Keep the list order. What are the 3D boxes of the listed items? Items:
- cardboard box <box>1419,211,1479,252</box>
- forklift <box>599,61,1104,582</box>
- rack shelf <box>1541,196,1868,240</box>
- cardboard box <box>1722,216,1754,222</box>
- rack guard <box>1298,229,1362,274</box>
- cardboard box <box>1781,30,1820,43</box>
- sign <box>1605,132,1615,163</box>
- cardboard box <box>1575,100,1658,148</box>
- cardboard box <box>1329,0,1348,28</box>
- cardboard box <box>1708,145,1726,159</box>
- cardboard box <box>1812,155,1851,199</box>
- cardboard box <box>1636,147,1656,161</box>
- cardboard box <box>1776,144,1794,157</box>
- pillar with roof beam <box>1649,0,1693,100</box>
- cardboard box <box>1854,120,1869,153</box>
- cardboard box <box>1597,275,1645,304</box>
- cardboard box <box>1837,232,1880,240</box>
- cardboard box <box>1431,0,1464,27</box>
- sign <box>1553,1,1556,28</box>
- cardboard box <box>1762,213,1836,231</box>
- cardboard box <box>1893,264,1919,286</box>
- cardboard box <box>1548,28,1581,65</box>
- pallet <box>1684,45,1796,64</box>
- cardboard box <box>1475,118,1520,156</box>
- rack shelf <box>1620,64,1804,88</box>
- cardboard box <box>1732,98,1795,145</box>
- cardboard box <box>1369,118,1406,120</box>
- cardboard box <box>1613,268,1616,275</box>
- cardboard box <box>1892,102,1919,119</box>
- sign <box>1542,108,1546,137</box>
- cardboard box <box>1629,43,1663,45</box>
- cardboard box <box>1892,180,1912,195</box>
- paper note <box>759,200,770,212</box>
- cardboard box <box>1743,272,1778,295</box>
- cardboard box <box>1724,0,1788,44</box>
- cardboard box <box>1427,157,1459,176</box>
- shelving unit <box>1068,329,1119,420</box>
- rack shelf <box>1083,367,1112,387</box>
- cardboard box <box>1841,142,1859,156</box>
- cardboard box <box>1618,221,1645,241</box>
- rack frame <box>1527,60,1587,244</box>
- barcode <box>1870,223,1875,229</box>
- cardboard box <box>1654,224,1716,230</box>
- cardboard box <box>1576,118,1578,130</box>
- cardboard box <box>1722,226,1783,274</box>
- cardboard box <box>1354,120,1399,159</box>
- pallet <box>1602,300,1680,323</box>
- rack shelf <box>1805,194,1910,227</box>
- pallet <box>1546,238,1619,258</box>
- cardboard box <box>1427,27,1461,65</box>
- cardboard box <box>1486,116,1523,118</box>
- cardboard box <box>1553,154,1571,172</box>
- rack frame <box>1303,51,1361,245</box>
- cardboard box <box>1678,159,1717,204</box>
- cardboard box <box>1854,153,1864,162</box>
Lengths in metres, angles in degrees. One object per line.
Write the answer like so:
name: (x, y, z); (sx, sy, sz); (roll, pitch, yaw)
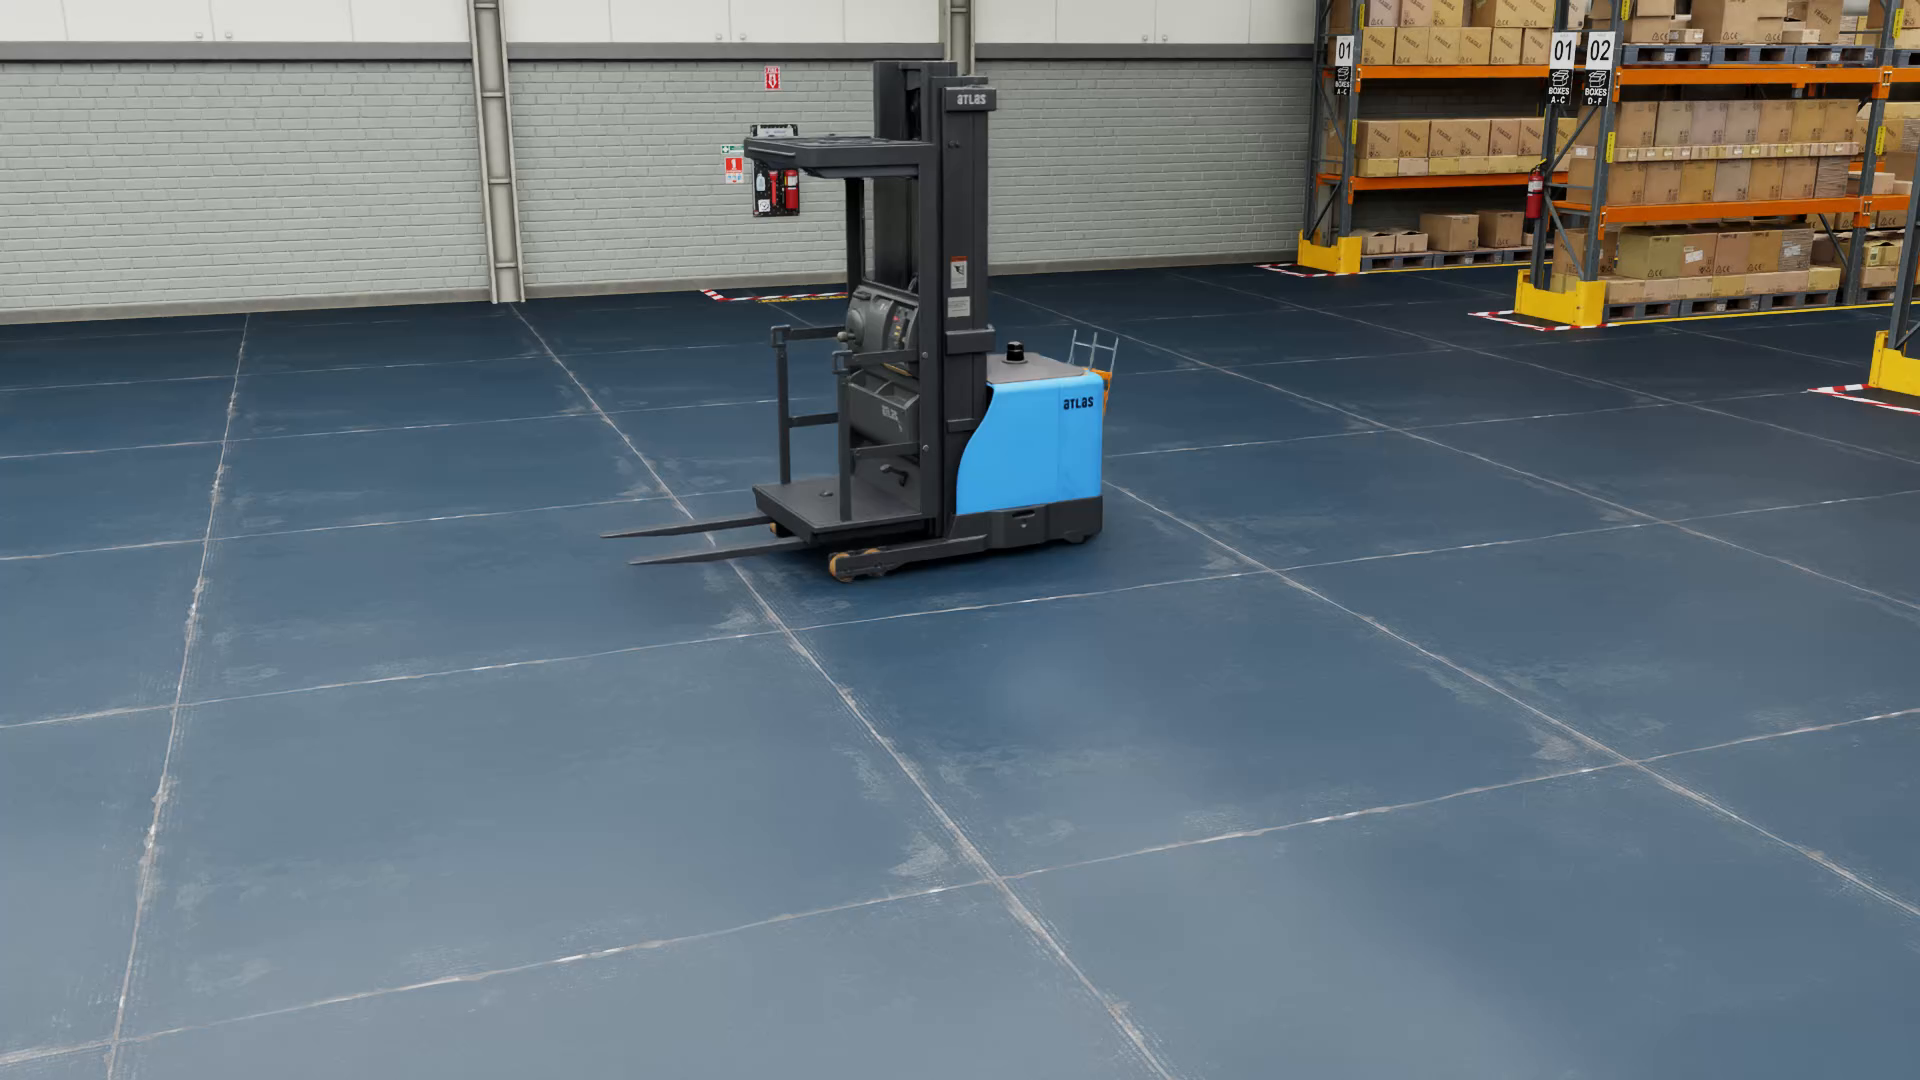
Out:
cardboard box: (7.129, -4.510, 24.289); (0.500, 0.500, 0.700); (-7, 18, -24)
forklift: (-0.650, -1.331, 9.928); (3.031, 2.935, 1.130); (-8, 18, -25)
rack shelf: (8.859, -3.888, 19.790); (4.000, 0.370, 1.077); (-6, 17, -20)
cardboard box: (12.032, -5.066, 26.182); (0.500, 0.500, 0.700); (-6, 17, -19)
rack guard: (5.287, -4.142, 23.817); (0.348, 0.500, 1.175); (-6, 17, -20)
cardboard box: (9.698, -5.828, 19.250); (0.250, 0.149, 0.380); (-6, 17, -20)
sign: (7.185, -4.338, 18.369); (0.005, 0.325, 0.100); (-6, 17, -20)
cardboard box: (7.482, -4.751, 18.972); (0.500, 0.500, 0.700); (-6, 17, -20)
cardboard box: (5.525, -7.423, 23.241); (0.500, 0.500, 0.500); (-5, 17, -18)
cardboard box: (8.637, -4.504, 19.282); (0.250, 0.149, 0.380); (-6, 18, -21)
cardboard box: (10.315, -4.436, 20.203); (0.500, 0.500, 0.700); (-7, 18, -22)
cardboard box: (7.681, -4.401, 18.931); (0.250, 0.149, 0.380); (-7, 18, -22)
cardboard box: (9.599, -4.608, 19.637); (0.250, 0.149, 0.380); (-6, 17, -20)
pillar with roof beam: (12.703, -7.983, 21.812); (0.400, 9.000, 9.100); (-6, 17, -20)
cardboard box: (14.187, -6.423, 26.405); (0.500, 0.500, 0.500); (-6, 17, -20)
cardboard box: (7.572, -2.909, 19.315); (0.500, 0.250, 0.500); (-6, 17, -20)
cardboard box: (11.486, -3.756, 21.204); (0.500, 0.311, 0.500); (-6, 17, -19)
cardboard box: (6.624, -7.377, 23.086); (0.500, 0.500, 0.500); (-6, 17, -19)
sign: (6.811, -6.001, 18.956); (0.005, 0.325, 0.100); (-6, 17, -20)
cardboard box: (13.420, -5.350, 26.564); (0.750, 0.750, 0.750); (-6, 18, -21)
cardboard box: (11.670, -3.343, 20.794); (0.500, 0.250, 0.500); (-6, 17, -19)
cardboard box: (8.566, -7.118, 23.977); (0.500, 0.500, 0.500); (-6, 17, -19)
pallet: (8.802, -5.616, 19.234); (1.213, 0.211, 1.003); (-6, 17, -20)
cardboard box: (7.682, -5.806, 23.946); (0.500, 0.500, 0.500); (-7, 18, -22)
rack shelf: (10.819, -7.033, 25.177); (4.000, 0.370, 1.077); (-6, 17, -20)
cardboard box: (9.376, -4.957, 19.674); (0.500, 0.500, 0.700); (-6, 17, -20)
cardboard box: (6.053, -5.783, 23.868); (0.500, 0.500, 0.500); (-6, 17, -19)
cardboard box: (7.850, -3.099, 19.961); (0.500, 0.250, 0.500); (-6, 17, -20)
cardboard box: (15.119, -6.889, 26.663); (0.500, 0.250, 0.500); (-6, 17, -19)
sign: (6.811, -4.844, 19.296); (0.005, 0.325, 0.100); (-6, 17, -20)
cardboard box: (10.065, -7.431, 24.670); (0.500, 0.311, 0.500); (-6, 17, -18)
cardboard box: (11.628, -4.349, 20.532); (0.250, 0.149, 0.380); (-6, 17, -20)
paper note: (-2.554, -4.366, 21.705); (0.142, 0.148, 0.016); (-6, 17, -20)
cardboard box: (9.440, -3.110, 20.001); (0.500, 0.250, 0.500); (-6, 17, -20)
cardboard box: (9.144, -6.059, 19.407); (0.637, 0.503, 0.797); (-4, 17, -14)
cardboard box: (6.743, -5.343, 23.701); (0.500, 0.250, 0.500); (-6, 18, -21)
shelving unit: (0.804, -0.787, 11.122); (0.189, 1.200, 0.258); (3, 12, -36)
rack shelf: (0.858, -1.094, 11.070); (0.180, 0.103, 0.258); (3, 12, -36)
cardboard box: (10.550, -4.710, 19.984); (0.250, 0.149, 0.380); (-6, 17, -20)
cardboard box: (10.097, -4.893, 25.592); (0.500, 0.500, 0.700); (-7, 18, -21)
rack frame: (8.951, -5.737, 24.812); (0.127, 3.000, 1.000); (-6, 17, -20)
barcode: (11.114, -3.823, 20.245); (0.075, 0.075, 0.001); (-6, 17, -20)
cardboard box: (8.782, -3.560, 20.202); (0.500, 0.500, 0.500); (-6, 17, -20)
cardboard box: (9.438, -6.039, 24.880); (0.500, 0.500, 0.700); (-6, 17, -20)
cardboard box: (9.436, -3.473, 19.906); (0.500, 0.500, 0.500); (-6, 17, -20)
cardboard box: (5.769, -5.601, 23.246); (0.500, 0.500, 0.500); (-6, 17, -20)
pallet: (7.691, -2.781, 19.695); (1.213, 0.211, 1.003); (-6, 17, -20)
rack shelf: (12.595, -4.291, 21.163); (4.000, 0.370, 1.077); (-6, 17, -20)
pallet: (9.677, -4.478, 25.474); (1.213, 0.211, 1.003); (-6, 17, -20)
cardboard box: (6.615, -6.897, 23.224); (0.500, 0.500, 0.500); (-5, 17, -18)
cardboard box: (7.953, -5.991, 24.576); (0.500, 0.500, 0.500); (-6, 17, -20)
cardboard box: (8.617, -5.547, 24.396); (0.500, 0.250, 0.500); (-6, 17, -20)
rack frame: (5.216, -5.334, 23.439); (0.127, 3.000, 1.000); (-6, 17, -20)
cardboard box: (8.387, -4.226, 19.486); (0.500, 0.500, 0.700); (-6, 17, -20)
cardboard box: (14.268, -6.139, 26.590); (0.250, 0.149, 0.380); (-6, 17, -19)
